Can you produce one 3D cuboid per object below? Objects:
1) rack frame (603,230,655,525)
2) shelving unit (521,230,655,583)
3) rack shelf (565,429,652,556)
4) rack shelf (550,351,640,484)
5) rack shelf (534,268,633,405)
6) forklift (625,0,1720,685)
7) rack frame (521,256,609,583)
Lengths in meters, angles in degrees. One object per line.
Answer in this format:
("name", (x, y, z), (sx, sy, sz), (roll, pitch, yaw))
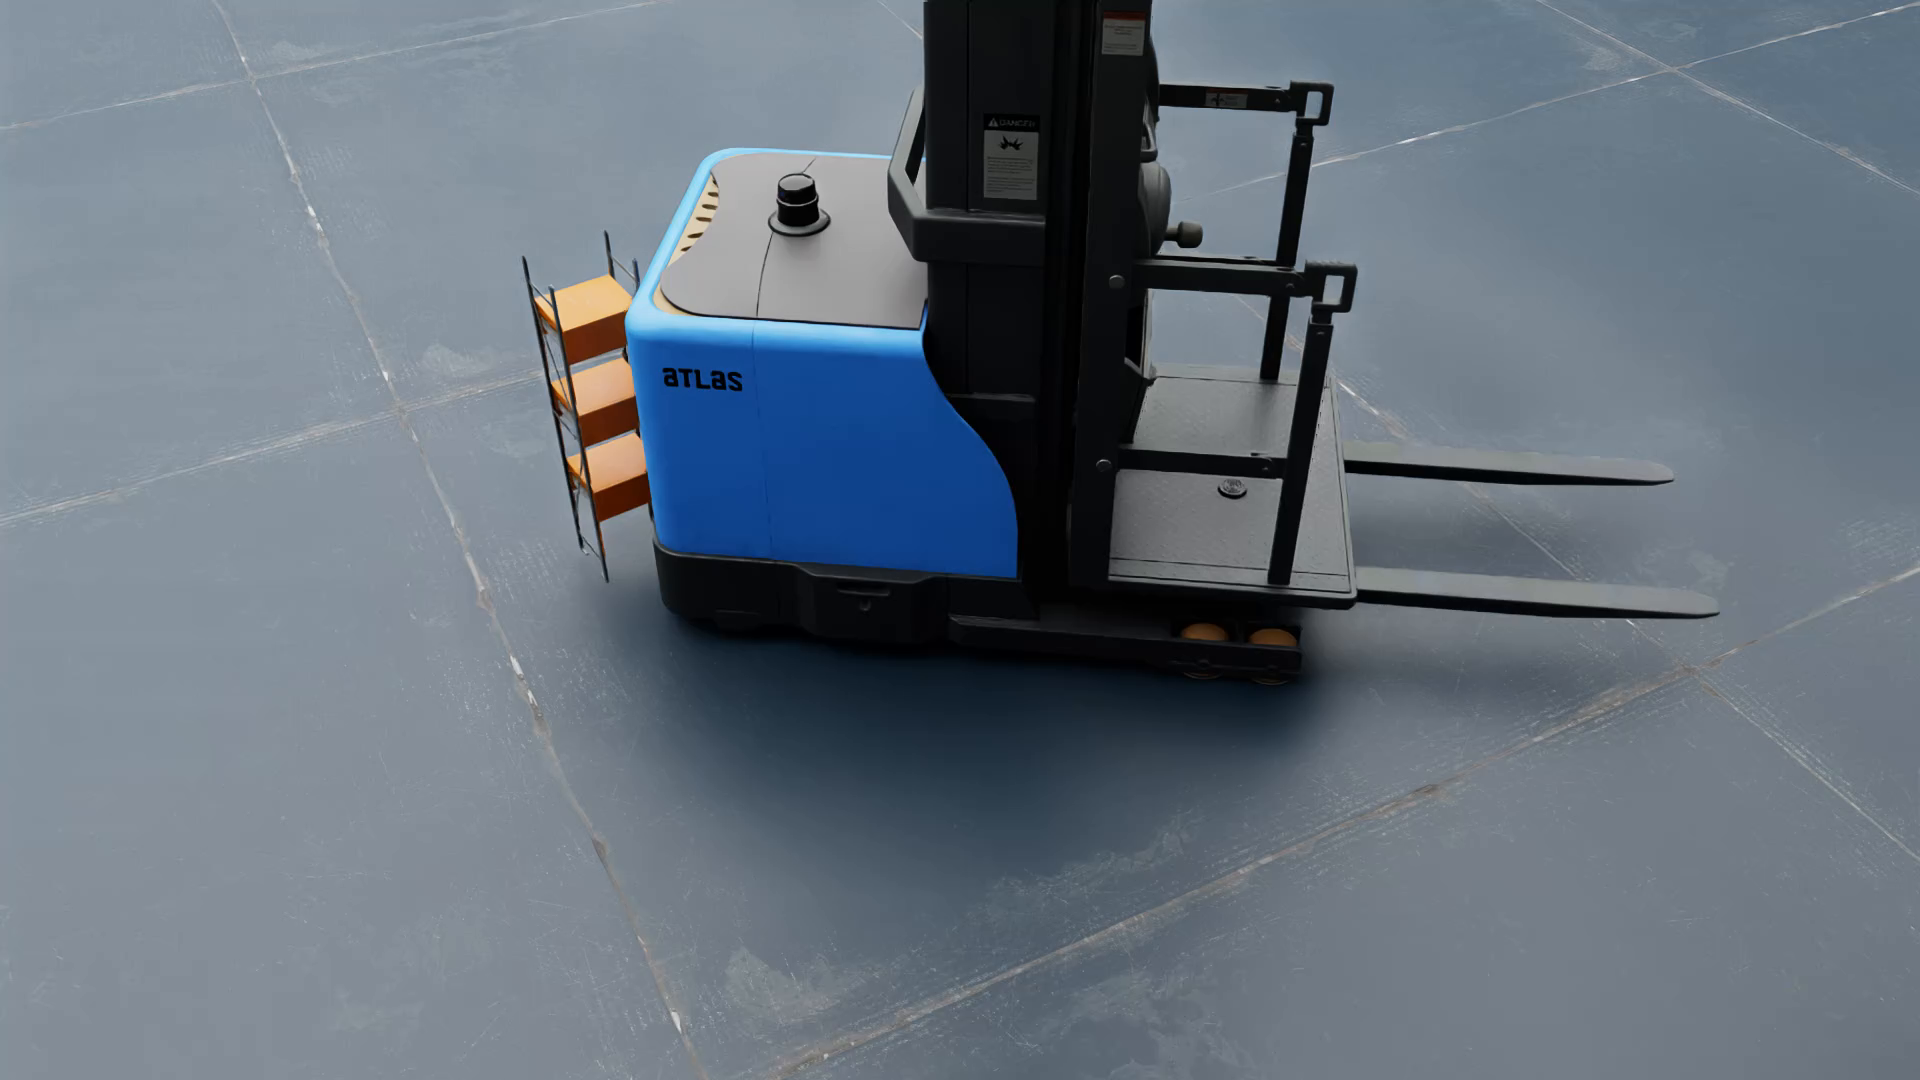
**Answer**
("rack frame", (-0.936, -0.413, 4.923), (0.008, 1.050, 0.200), (-24, 46, -25))
("shelving unit", (-1.037, -0.368, 4.871), (0.252, 1.050, 0.215), (-24, 46, -25))
("rack shelf", (-1.035, -0.148, 5.058), (0.240, 0.259, 0.215), (-24, 46, -25))
("rack shelf", (-1.036, -0.360, 4.878), (0.240, 0.259, 0.215), (-24, 46, -25))
("rack shelf", (-1.038, -0.576, 4.694), (0.240, 0.259, 0.215), (-24, 46, -25))
("forklift", (0.667, -1.068, 4.243), (3.031, 2.935, 1.130), (4, 40, 5))
("rack frame", (-1.137, -0.323, 4.819), (0.008, 1.050, 0.200), (-24, 46, -25))
